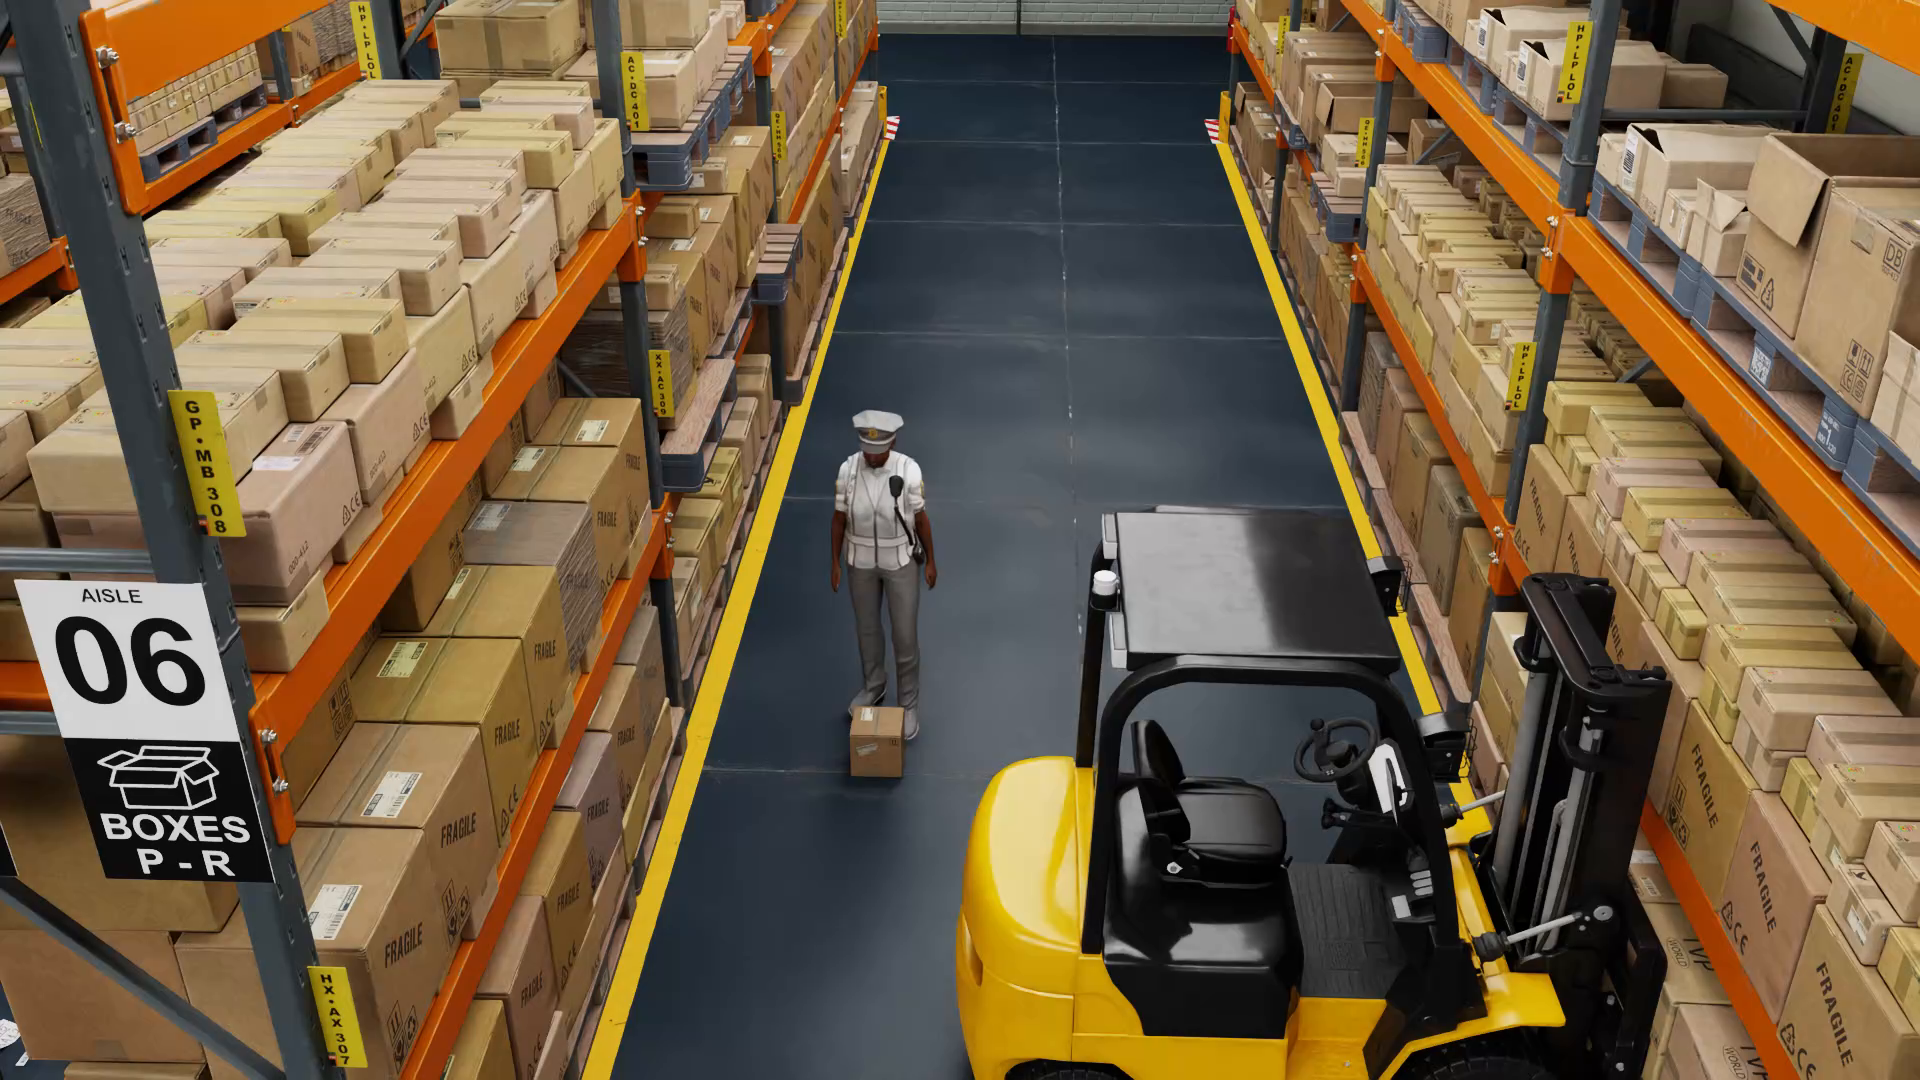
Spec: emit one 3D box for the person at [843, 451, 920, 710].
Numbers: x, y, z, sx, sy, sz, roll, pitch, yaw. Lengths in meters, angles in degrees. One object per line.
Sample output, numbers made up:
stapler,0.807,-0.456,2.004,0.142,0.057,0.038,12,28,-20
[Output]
person,-0.391,0.204,8.377,0.393,1.366,0.350,5,28,9
